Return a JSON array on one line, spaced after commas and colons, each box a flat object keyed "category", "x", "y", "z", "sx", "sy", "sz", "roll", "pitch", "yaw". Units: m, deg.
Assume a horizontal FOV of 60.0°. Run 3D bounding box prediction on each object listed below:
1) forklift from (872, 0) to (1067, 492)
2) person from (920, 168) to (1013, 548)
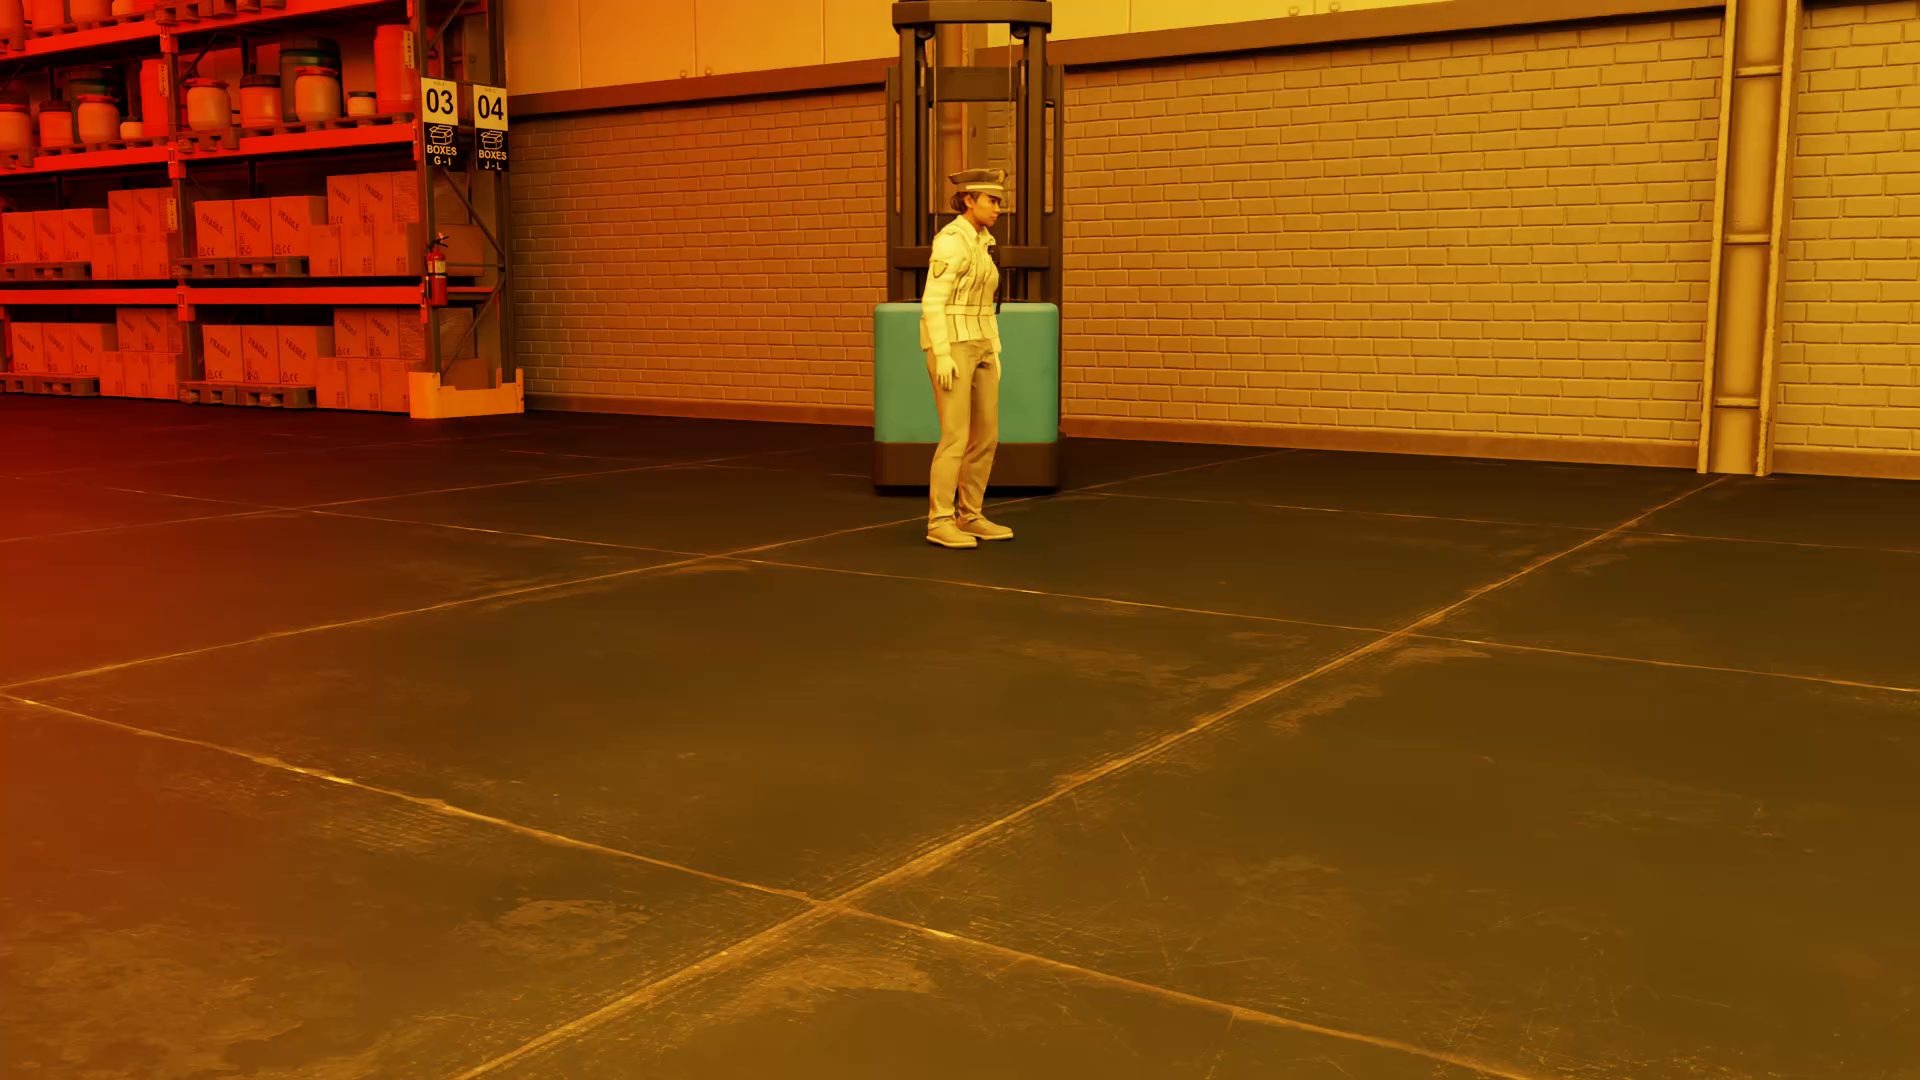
[{"category": "forklift", "x": 0.104, "y": -1.890, "z": 10.483, "sx": 1.130, "sy": 2.935, "sz": 3.031, "roll": 0, "pitch": 8, "yaw": 3}, {"category": "person", "x": 0.030, "y": -0.821, "z": 7.479, "sx": 0.372, "sy": 1.663, "sz": 0.529, "roll": 5, "pitch": 10, "yaw": 32}]
